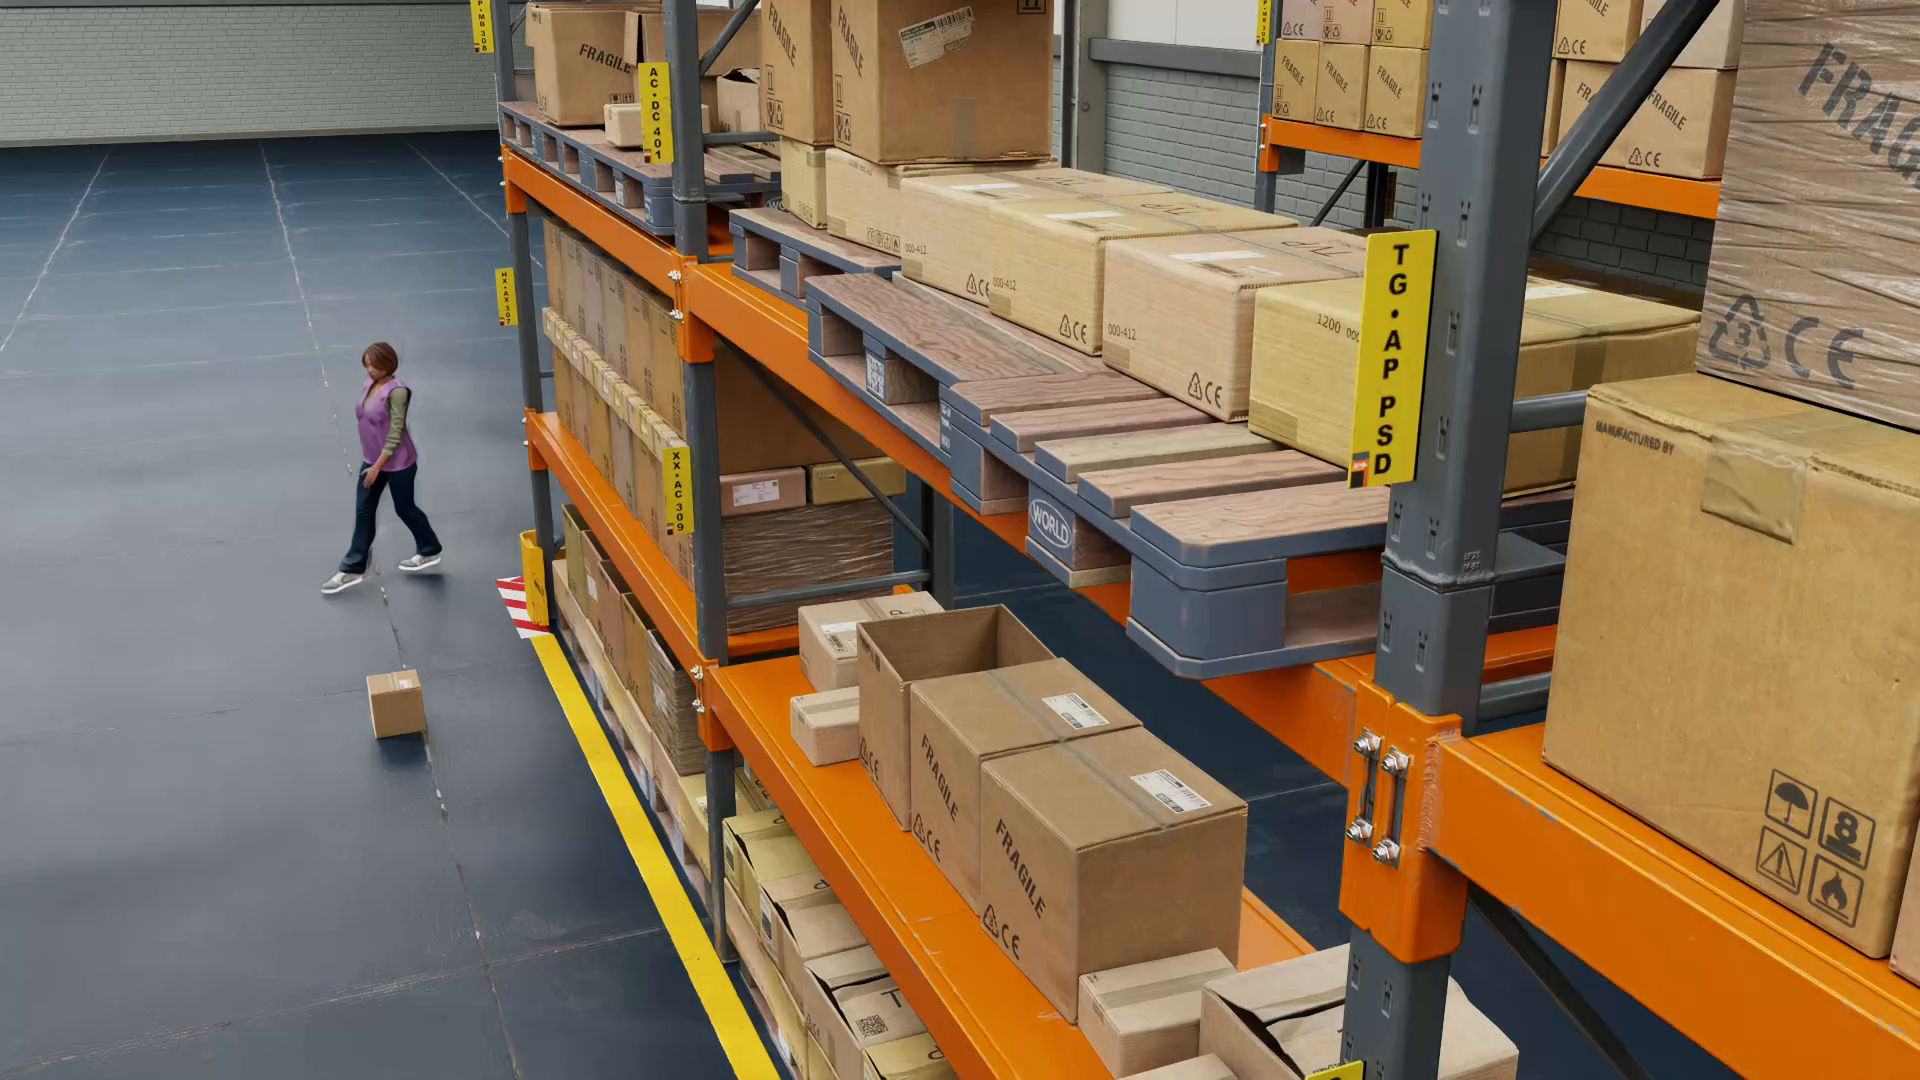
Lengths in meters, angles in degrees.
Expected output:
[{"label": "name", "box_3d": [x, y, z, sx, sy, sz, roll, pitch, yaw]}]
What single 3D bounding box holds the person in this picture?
[{"label": "person", "box_3d": [-3.665, -0.474, 10.414, 0.487, 1.557, 0.831, 14, 23, 34]}]
